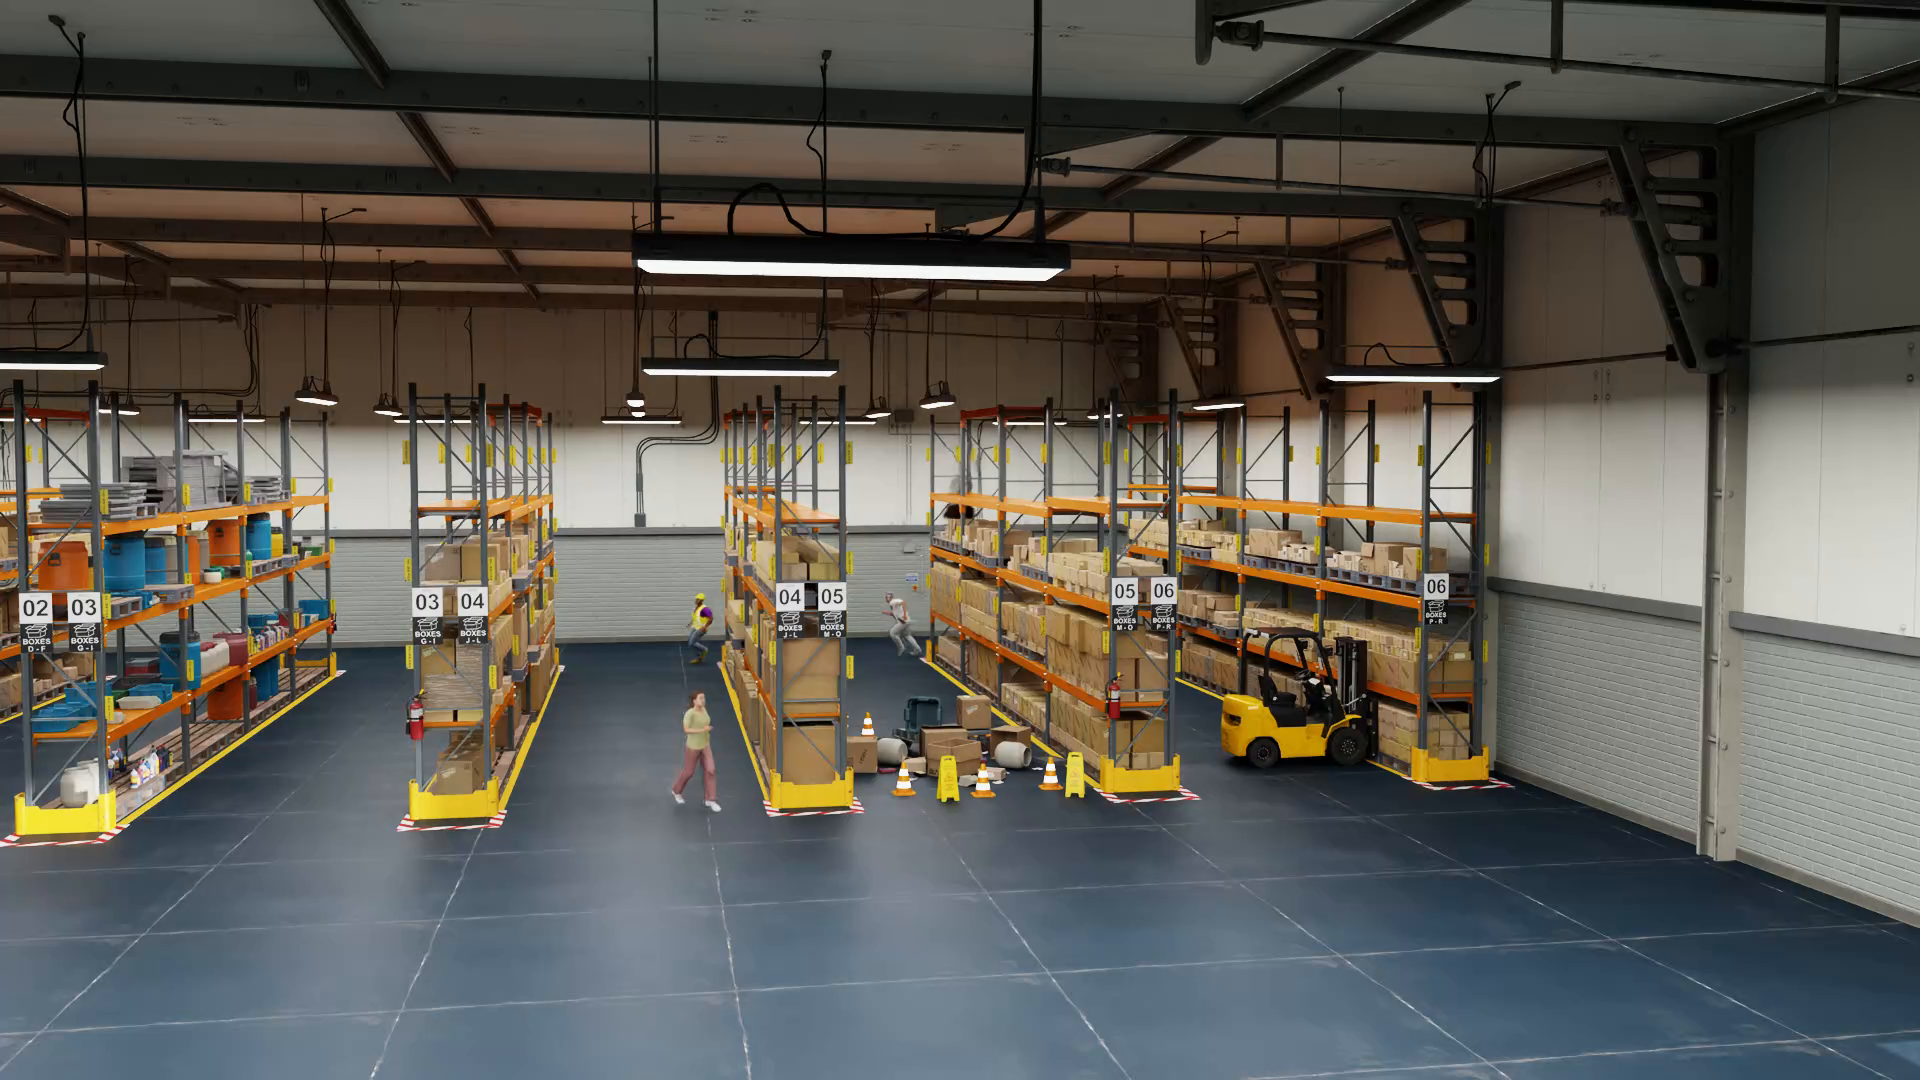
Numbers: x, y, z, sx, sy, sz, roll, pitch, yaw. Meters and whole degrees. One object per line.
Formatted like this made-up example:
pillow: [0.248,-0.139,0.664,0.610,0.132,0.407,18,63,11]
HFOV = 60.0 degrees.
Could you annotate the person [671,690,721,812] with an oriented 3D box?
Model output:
person: [-3.734,2.947,23.493,0.948,1.678,0.562,2,4,39]

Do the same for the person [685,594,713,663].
person: [-6.285,2.132,39.991,0.529,1.706,0.759,-2,3,-34]

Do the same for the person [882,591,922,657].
person: [-1.453,2.111,41.438,1.016,1.665,0.698,0,3,-3]
